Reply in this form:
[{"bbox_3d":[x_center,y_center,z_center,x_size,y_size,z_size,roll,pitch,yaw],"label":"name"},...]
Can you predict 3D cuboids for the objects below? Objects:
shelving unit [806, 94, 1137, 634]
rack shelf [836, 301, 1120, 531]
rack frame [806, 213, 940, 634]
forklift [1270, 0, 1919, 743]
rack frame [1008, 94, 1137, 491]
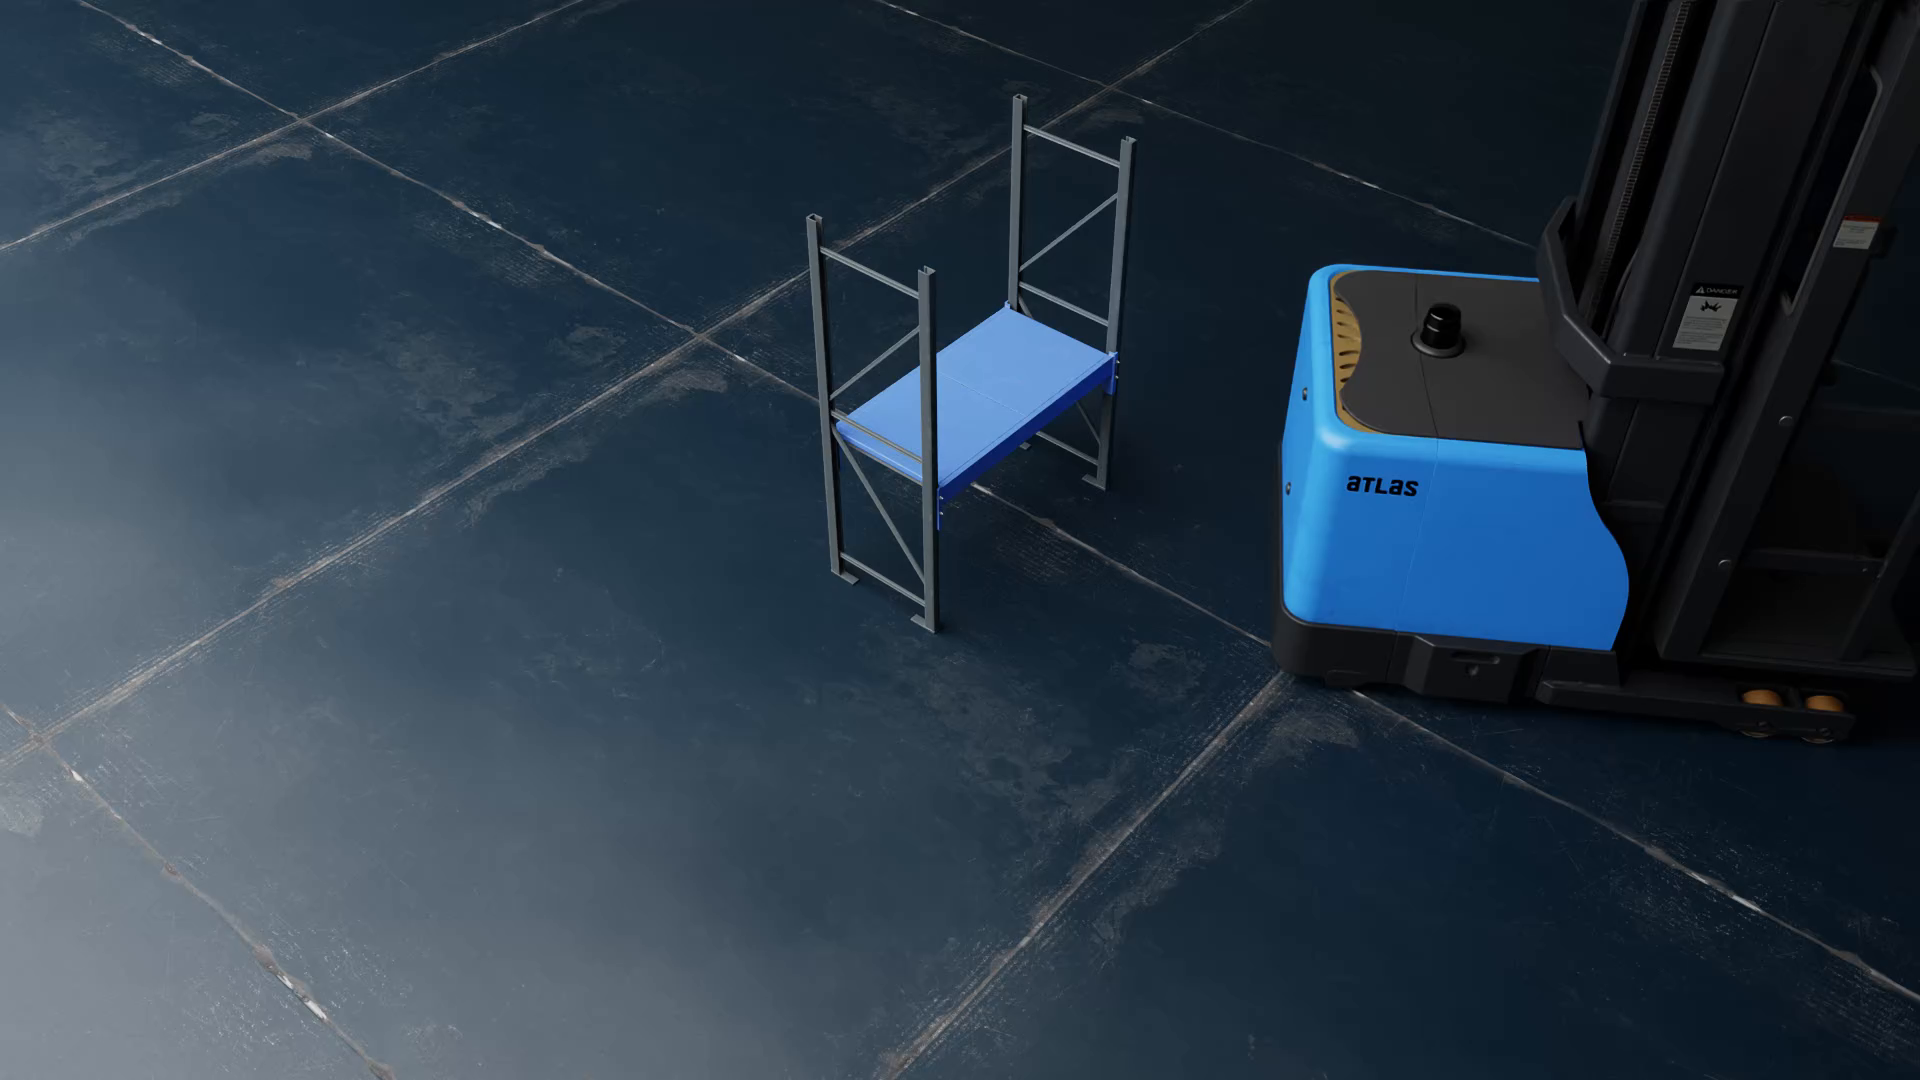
[{"bbox_3d":[0.055,-0.599,5.794,0.538,1.500,1.048,29,50,28],"label":"shelving unit"},{"bbox_3d":[0.055,-0.466,5.915,0.538,0.185,1.000,29,50,28],"label":"rack shelf"},{"bbox_3d":[-0.272,-0.337,5.506,0.500,1.500,0.032,29,50,28],"label":"rack frame"},{"bbox_3d":[2.629,-0.794,4.945,3.031,2.935,1.130,5,43,6],"label":"forklift"},{"bbox_3d":[0.382,-0.861,6.082,0.500,1.500,0.032,29,50,28],"label":"rack frame"}]
